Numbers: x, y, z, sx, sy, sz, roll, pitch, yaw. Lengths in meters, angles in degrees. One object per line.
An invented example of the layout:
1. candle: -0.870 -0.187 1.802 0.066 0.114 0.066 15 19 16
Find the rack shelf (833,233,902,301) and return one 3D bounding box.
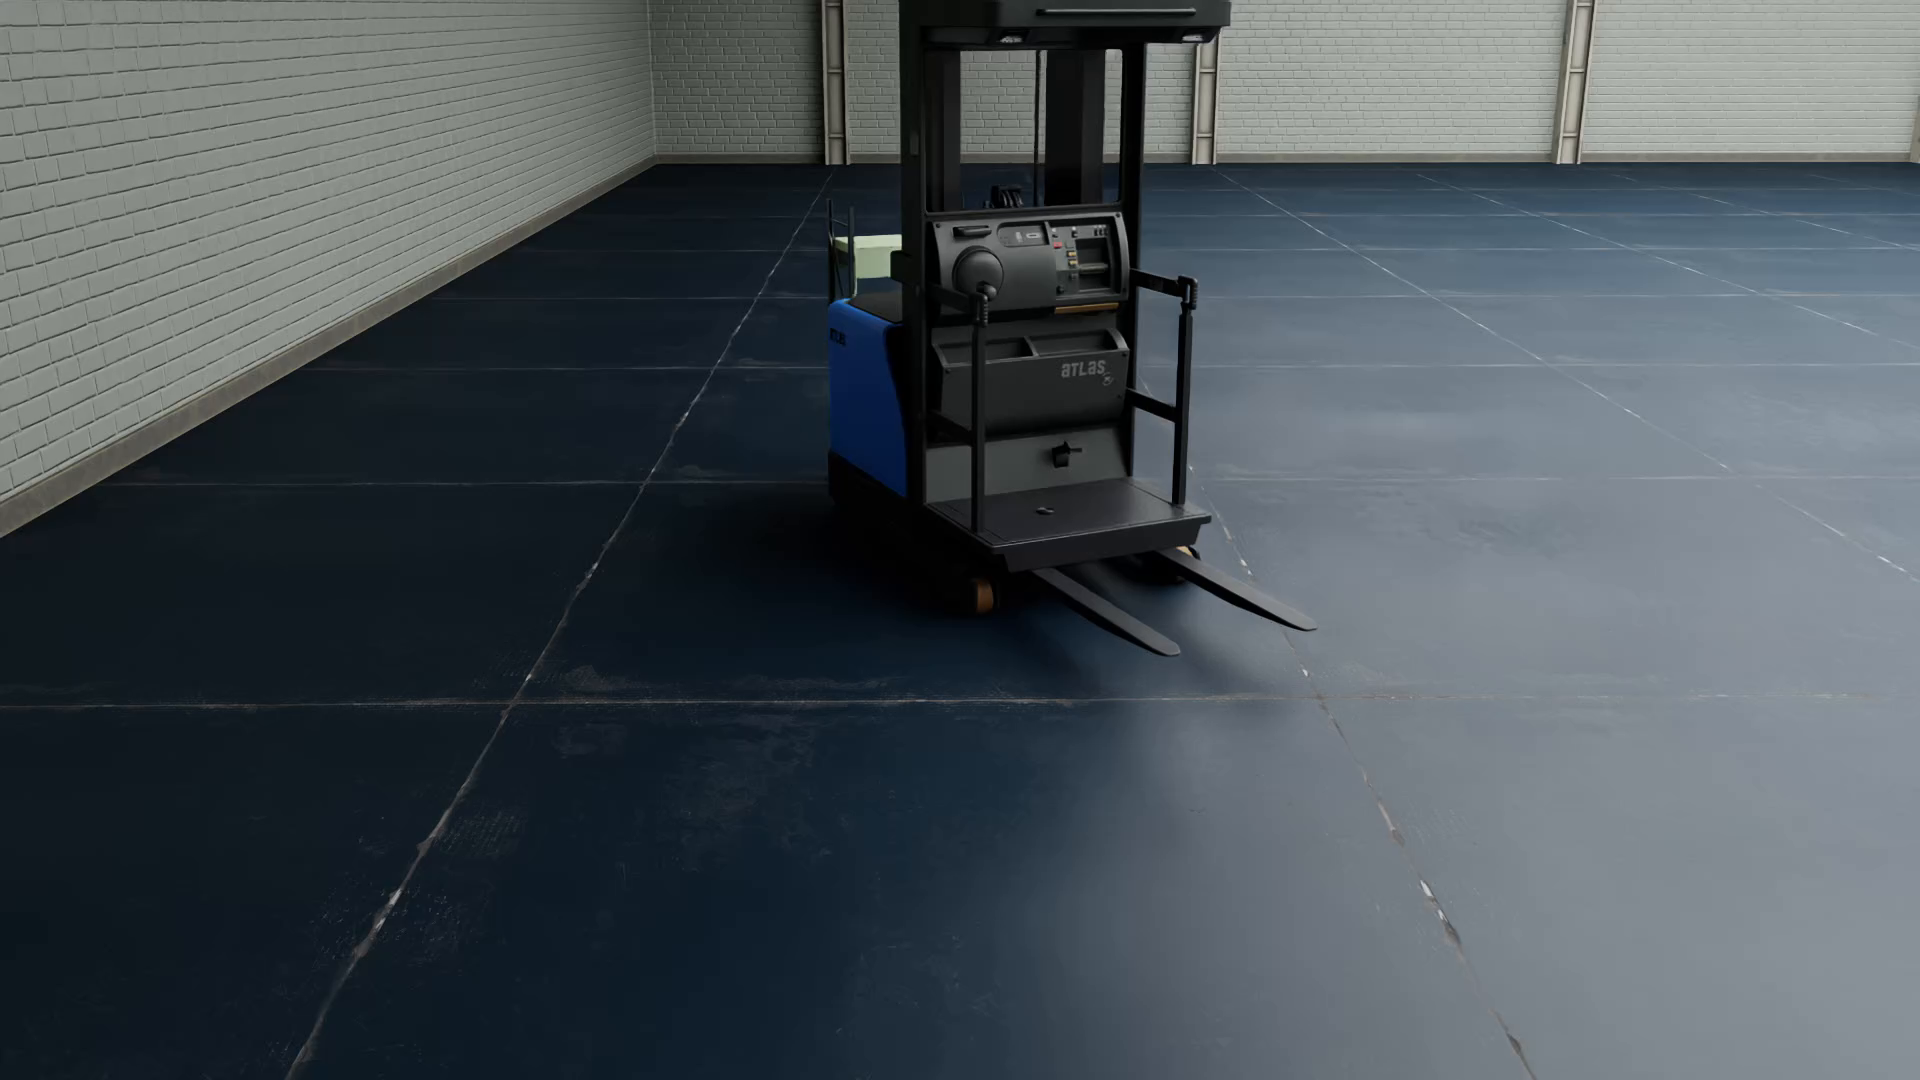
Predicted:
1. rack shelf: -0.276 -1.421 8.743 0.720 0.370 0.431 -7 19 -20

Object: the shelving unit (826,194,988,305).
1. shelving unit: -0.276 -1.049 8.862 0.755 1.500 0.431 -7 19 -20

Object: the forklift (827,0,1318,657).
1. forklift: 0.409 -1.227 7.073 1.130 2.935 3.031 -8 20 -24

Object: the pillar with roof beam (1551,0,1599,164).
1. pillar with roof beam: 10.061 -9.199 21.991 0.400 9.000 9.100 0 18 -1

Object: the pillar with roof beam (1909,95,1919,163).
1. pillar with roof beam: 16.060 -9.228 22.081 0.400 9.000 9.100 0 18 -1

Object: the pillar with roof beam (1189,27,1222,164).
1. pillar with roof beam: 4.062 -9.170 21.901 0.400 9.000 9.100 0 18 -1

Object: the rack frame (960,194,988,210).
1. rack frame: 0.065 -1.090 8.989 0.023 1.500 0.400 -7 19 -20

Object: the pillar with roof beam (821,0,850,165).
1. pillar with roof beam: -1.938 -9.141 21.810 0.400 9.000 9.100 0 18 -1

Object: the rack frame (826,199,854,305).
1. rack frame: -0.617 -1.008 8.736 0.023 1.500 0.400 -7 19 -20
